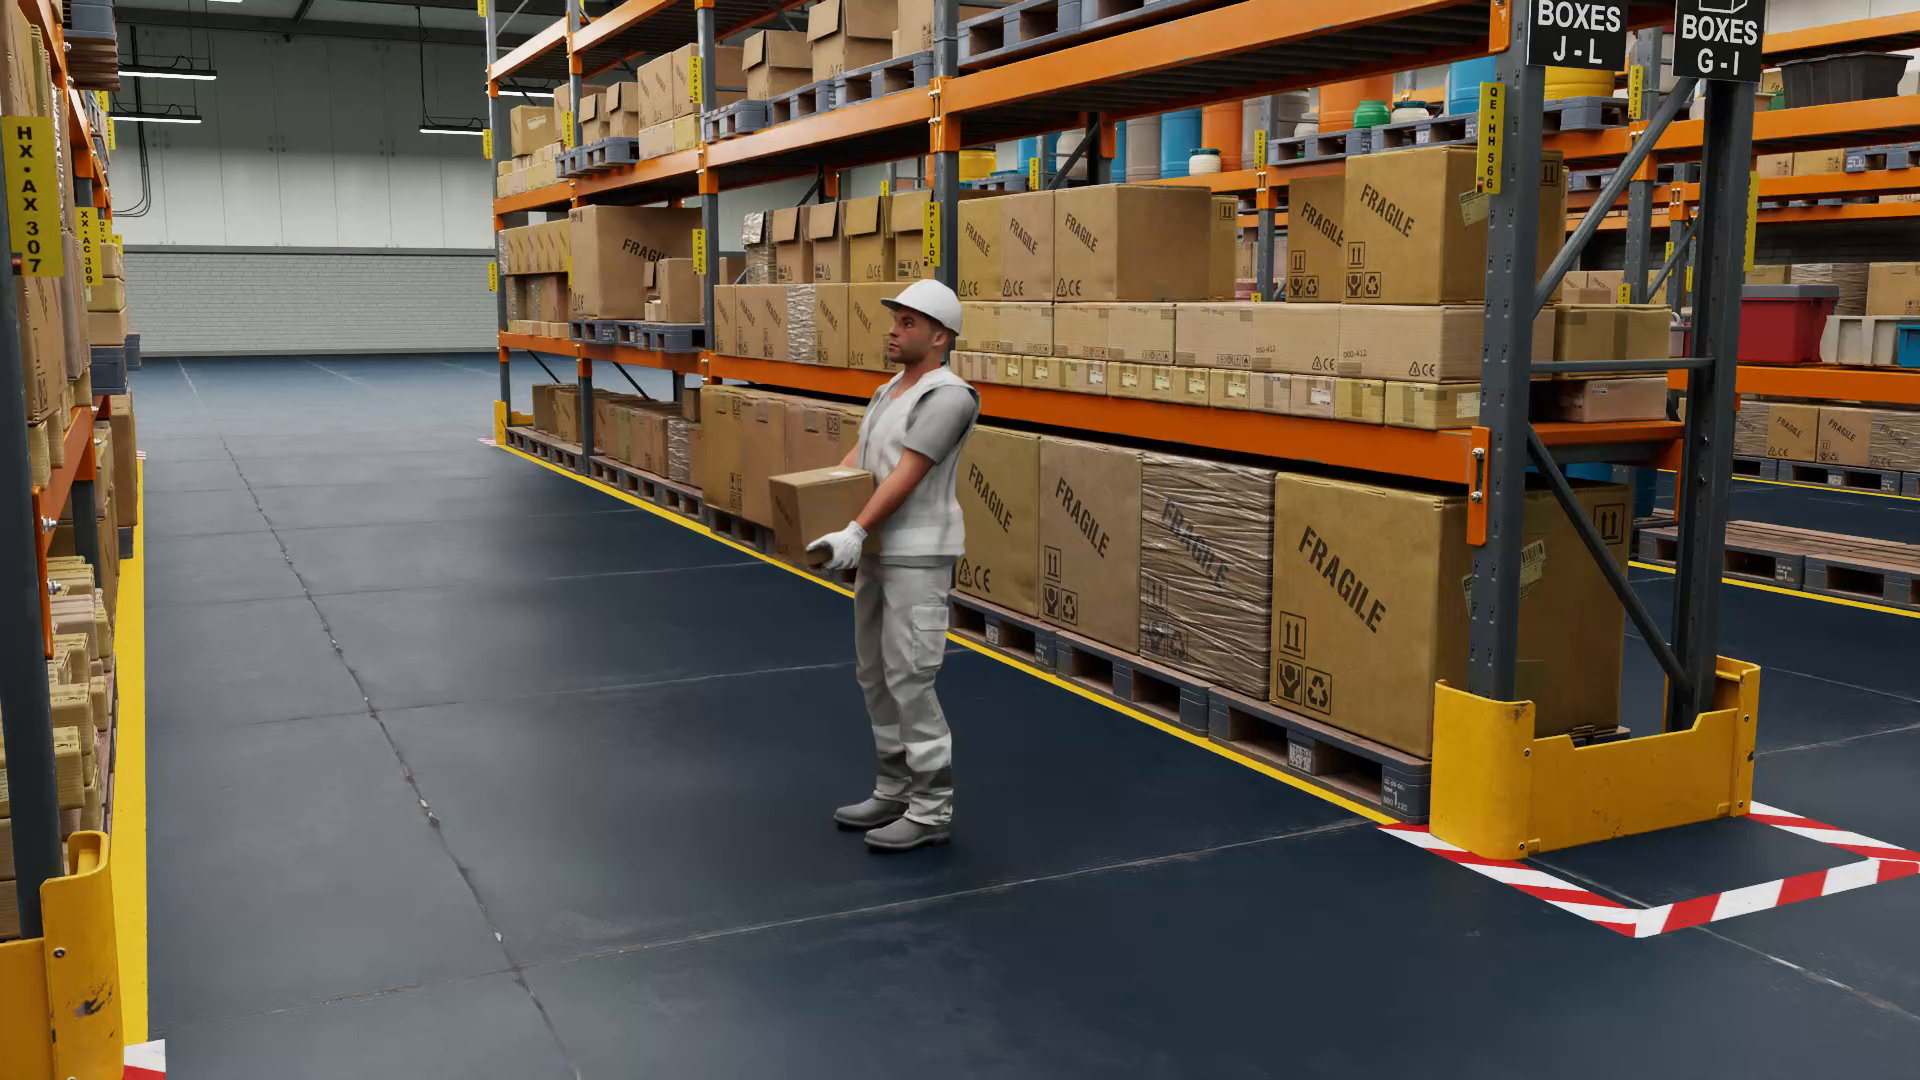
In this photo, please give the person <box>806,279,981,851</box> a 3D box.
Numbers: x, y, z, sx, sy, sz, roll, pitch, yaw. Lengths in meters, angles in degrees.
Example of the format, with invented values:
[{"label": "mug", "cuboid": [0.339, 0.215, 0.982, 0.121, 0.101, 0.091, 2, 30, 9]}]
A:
[{"label": "person", "cuboid": [-0.258, 0.080, 5.238, 0.573, 1.782, 0.494, -4, 9, -26]}]
